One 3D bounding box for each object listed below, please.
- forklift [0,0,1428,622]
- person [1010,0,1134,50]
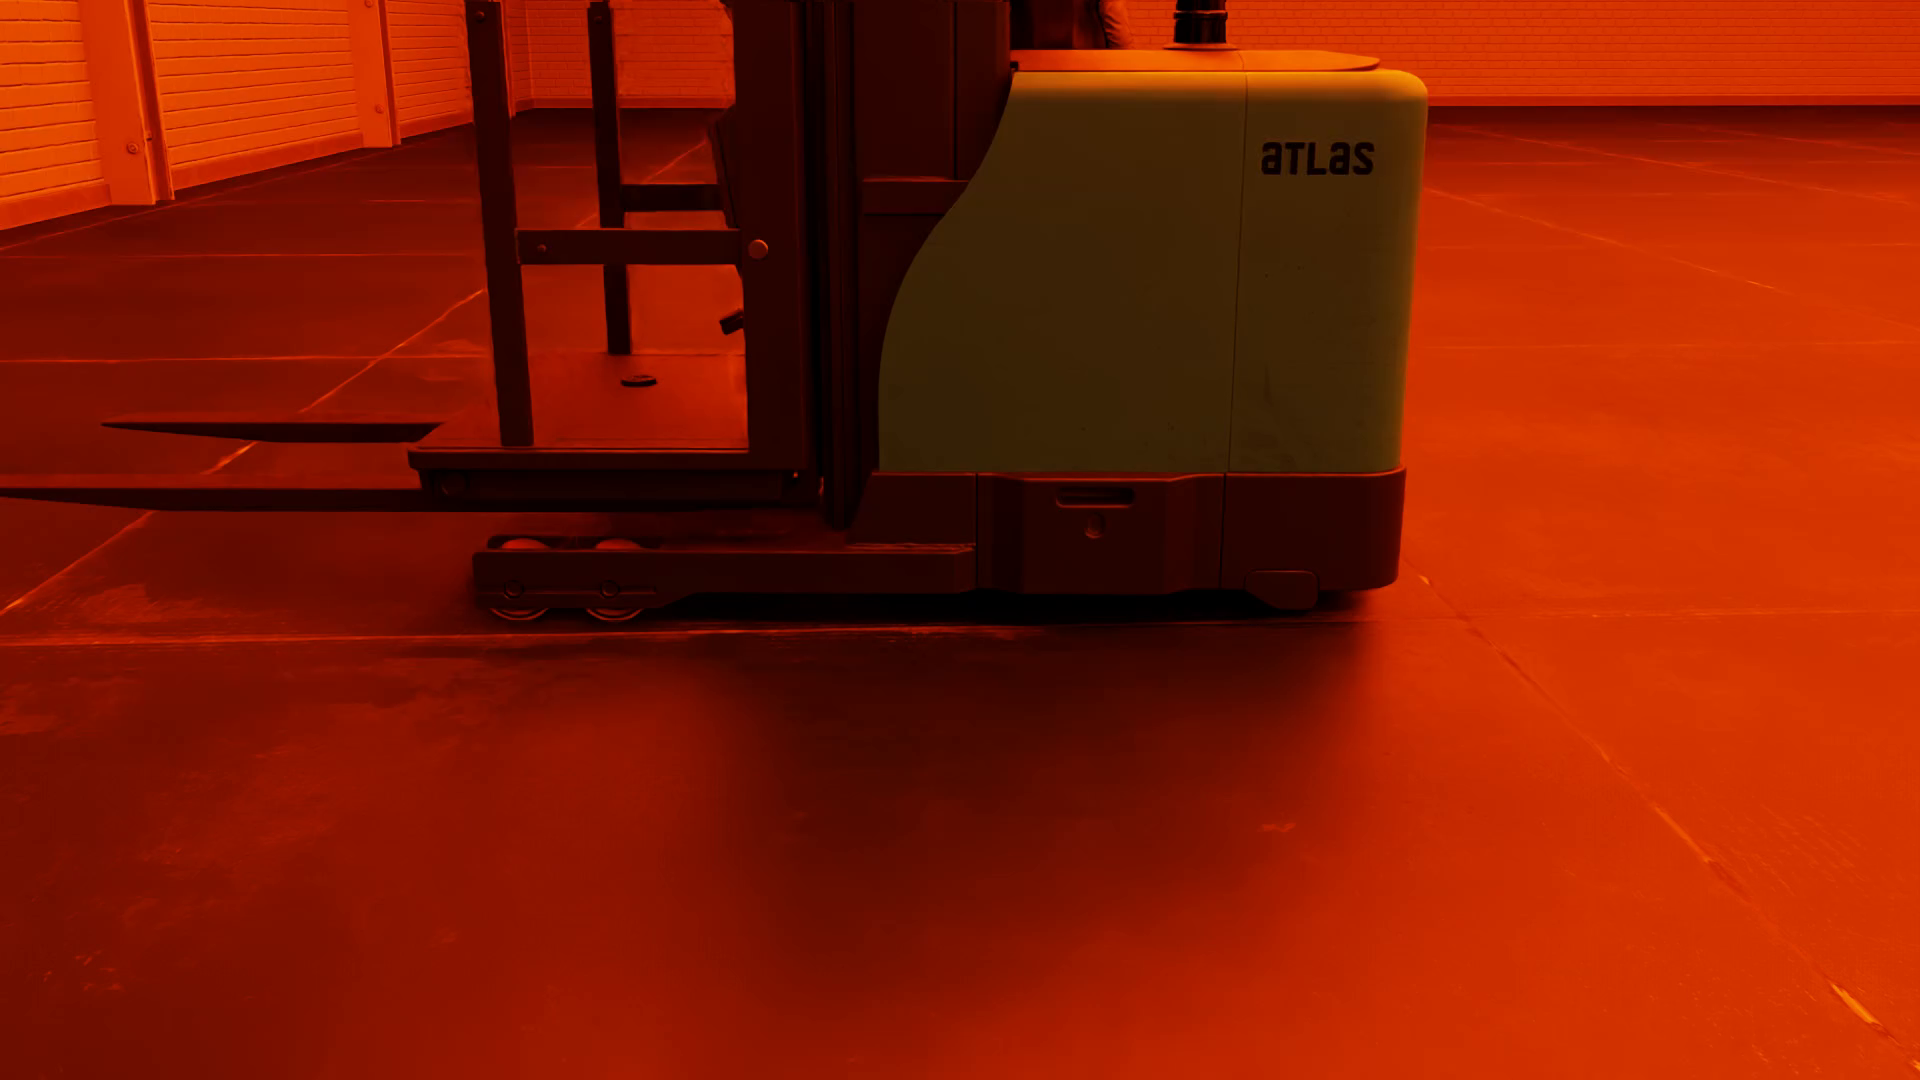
[{"bbox_3d":[-0.608,-1.390,3.451,3.031,2.935,1.130,0,17,1],"label":"forklift"},{"bbox_3d":[0.403,-1.761,6.810,0.614,1.751,0.513,3,17,9],"label":"person"}]
